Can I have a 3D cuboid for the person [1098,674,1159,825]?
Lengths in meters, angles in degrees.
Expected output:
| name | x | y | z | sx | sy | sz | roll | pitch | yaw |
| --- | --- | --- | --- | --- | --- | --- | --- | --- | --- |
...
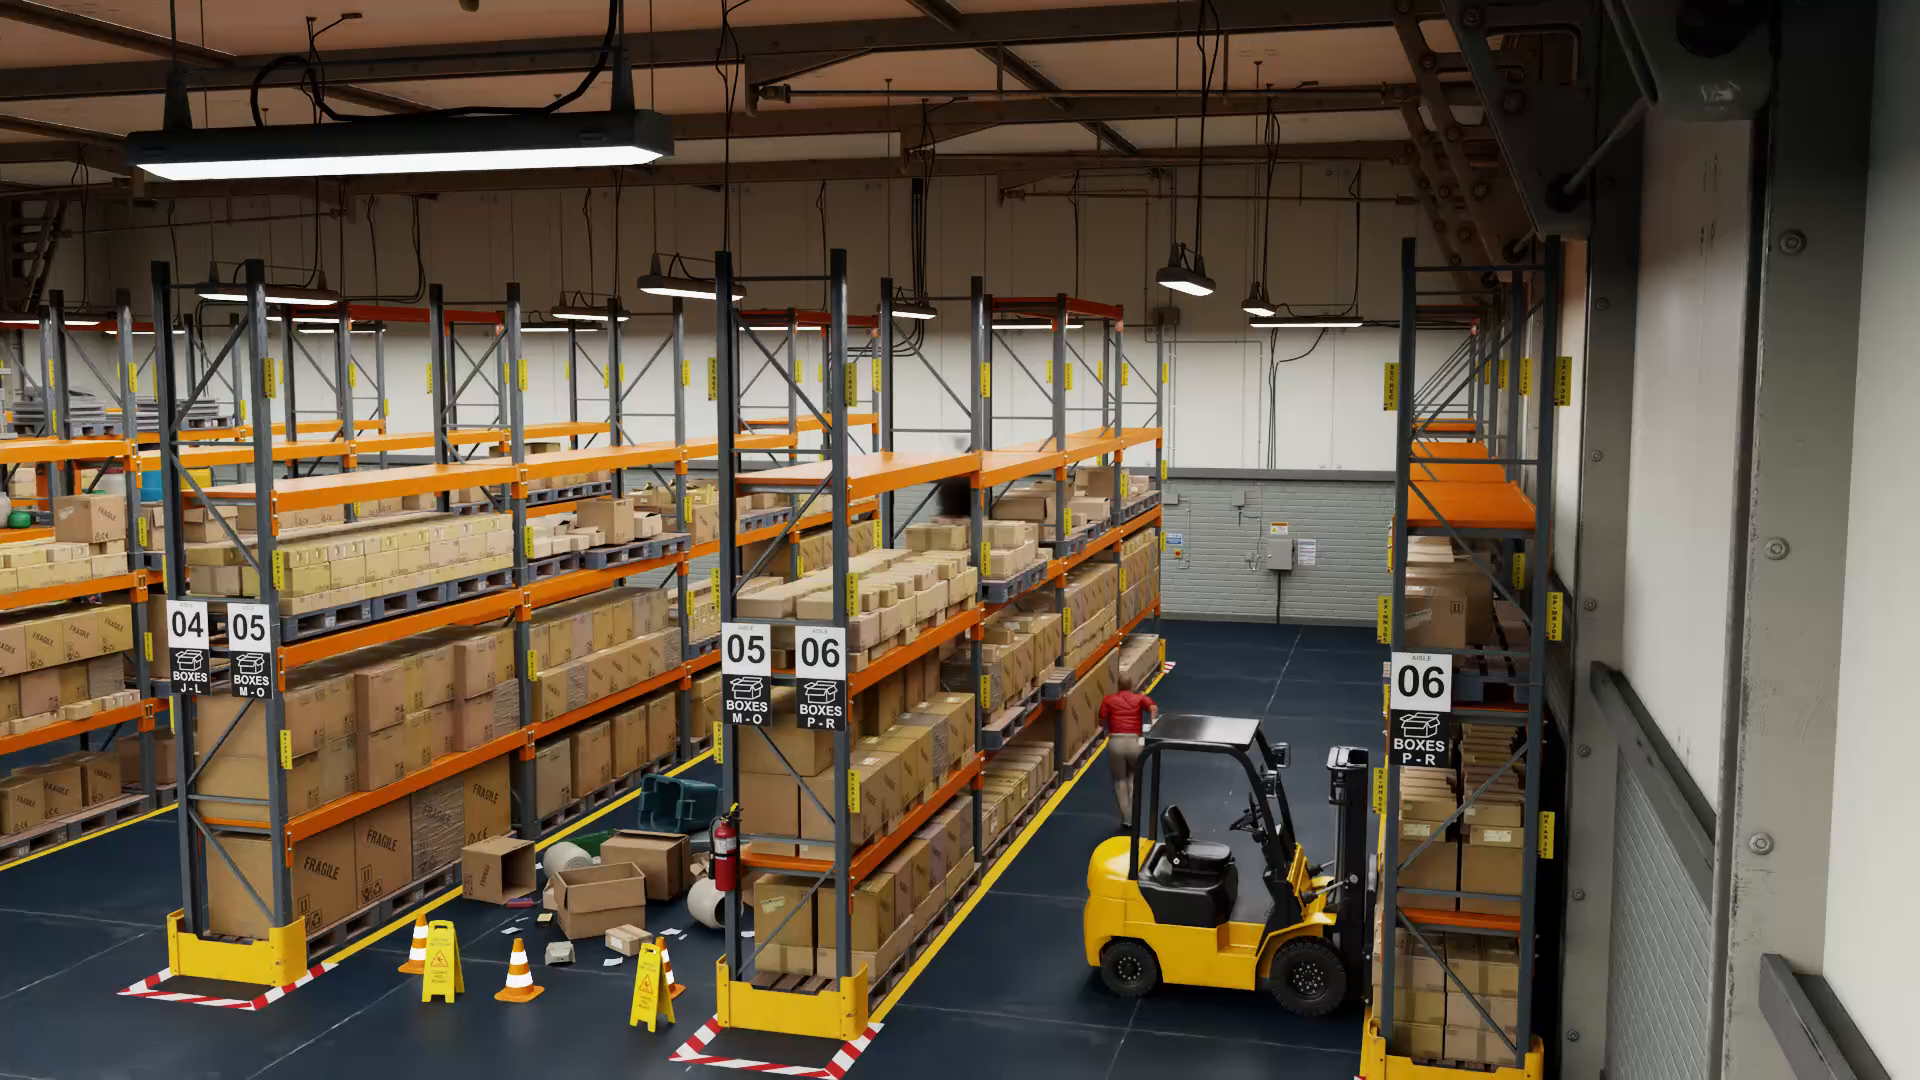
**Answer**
| name | x | y | z | sx | sy | sz | roll | pitch | yaw |
| --- | --- | --- | --- | --- | --- | --- | --- | --- | --- |
| person | 1.897 | 2.351 | 18.836 | 0.664 | 1.652 | 0.791 | 0 | 6 | 0 |
